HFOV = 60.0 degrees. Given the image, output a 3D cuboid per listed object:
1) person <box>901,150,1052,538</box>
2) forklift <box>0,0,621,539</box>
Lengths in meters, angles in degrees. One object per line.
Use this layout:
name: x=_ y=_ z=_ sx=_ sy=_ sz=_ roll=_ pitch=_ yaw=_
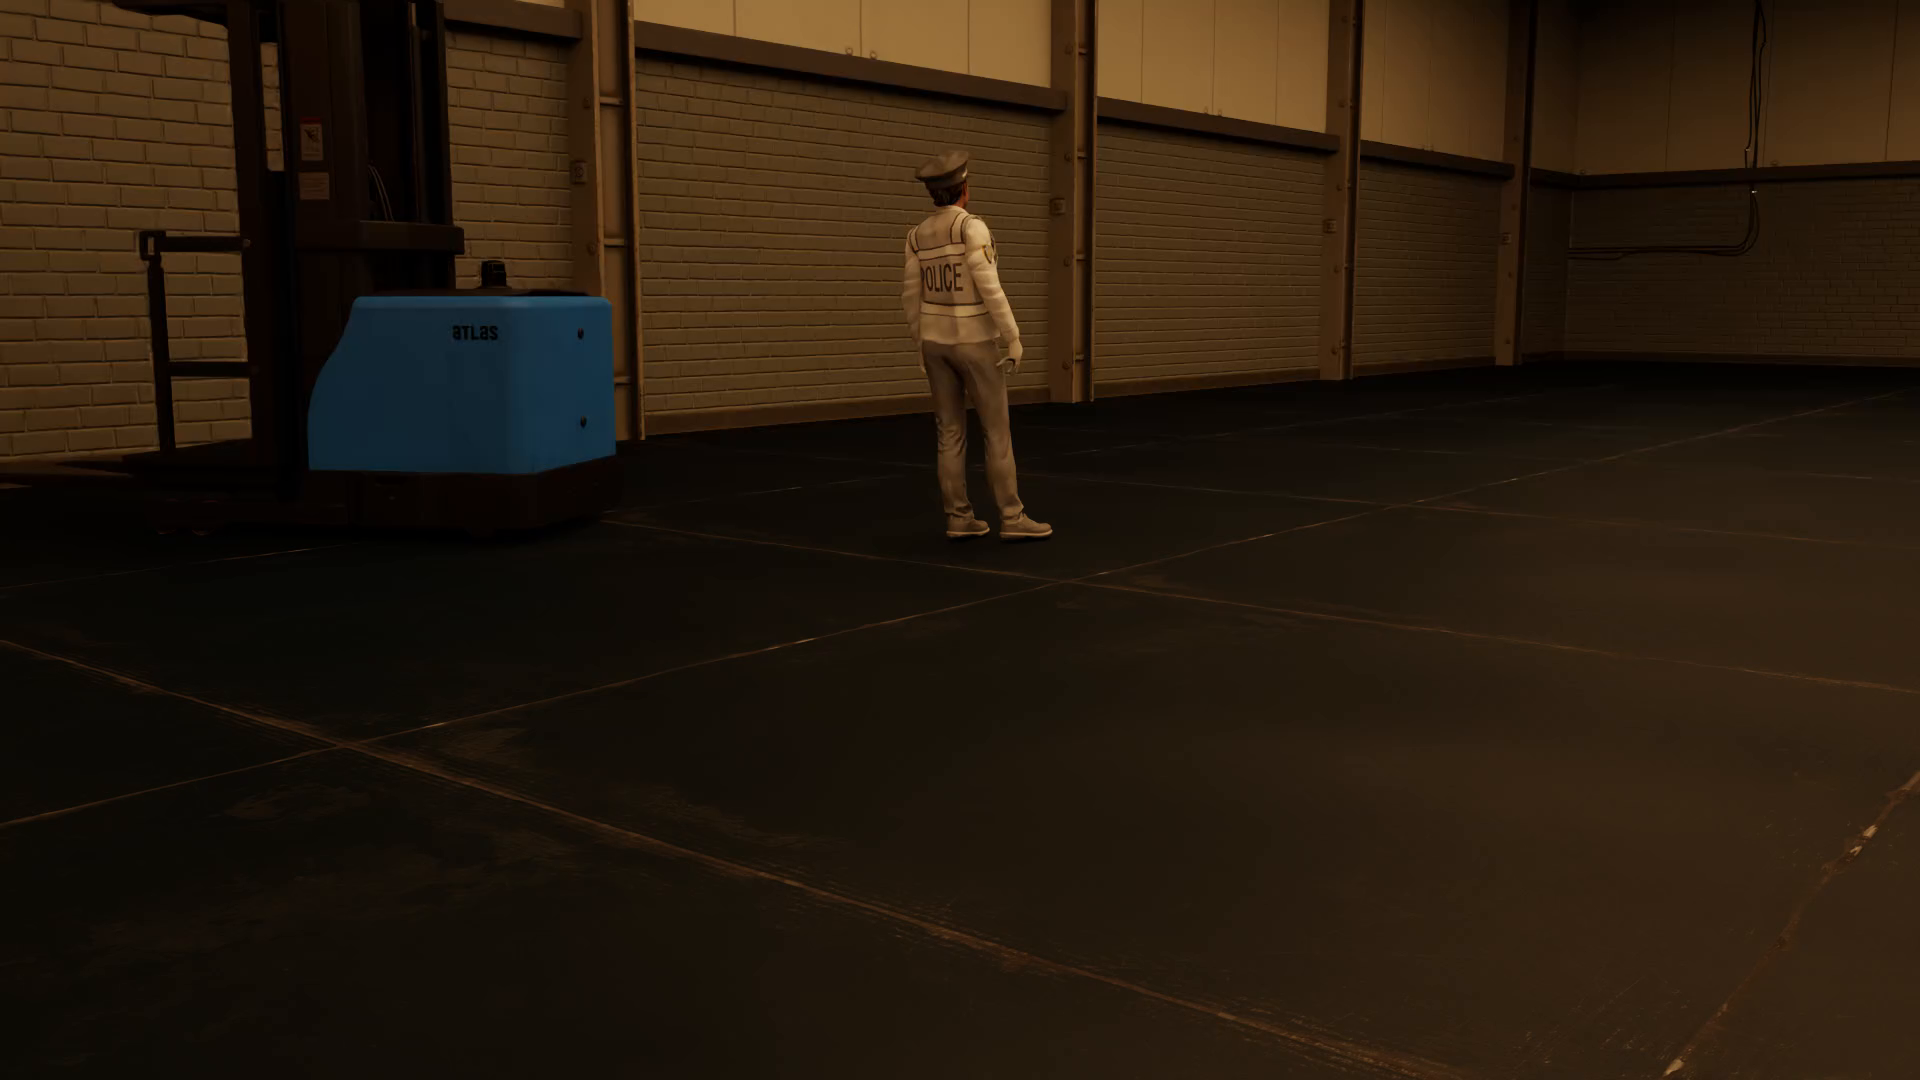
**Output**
person: x=0.049 y=-0.853 z=7.331 sx=0.587 sy=1.694 sz=0.529 roll=7 pitch=11 yaw=38
forklift: x=-3.230 y=-1.540 z=7.803 sx=3.031 sy=2.935 sz=1.130 roll=2 pitch=9 yaw=12
